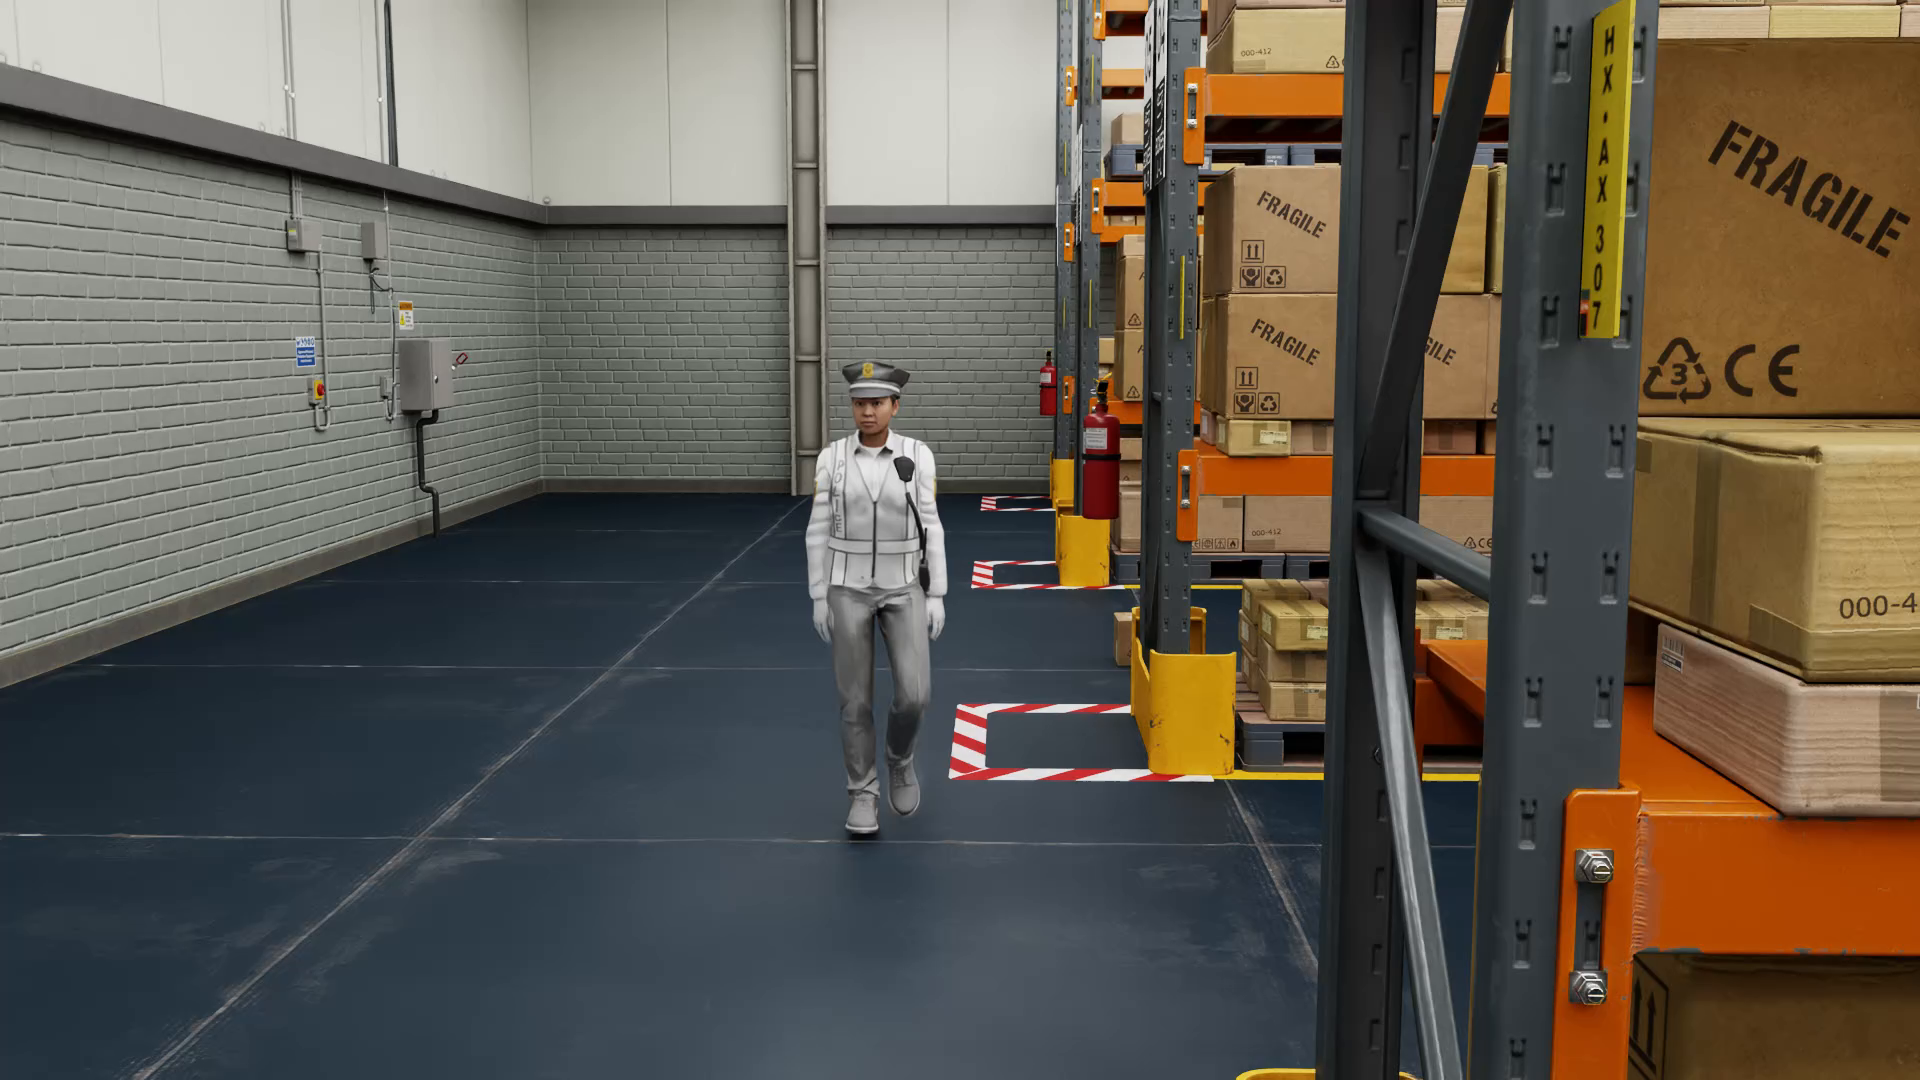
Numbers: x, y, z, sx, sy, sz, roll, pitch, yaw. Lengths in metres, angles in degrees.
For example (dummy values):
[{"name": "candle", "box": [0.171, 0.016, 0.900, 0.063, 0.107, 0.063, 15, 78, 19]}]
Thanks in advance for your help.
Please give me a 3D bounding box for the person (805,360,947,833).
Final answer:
[{"name": "person", "box": [-0.299, 0.201, 5.923, 0.507, 1.679, 0.433, 0, 7, 0]}]
